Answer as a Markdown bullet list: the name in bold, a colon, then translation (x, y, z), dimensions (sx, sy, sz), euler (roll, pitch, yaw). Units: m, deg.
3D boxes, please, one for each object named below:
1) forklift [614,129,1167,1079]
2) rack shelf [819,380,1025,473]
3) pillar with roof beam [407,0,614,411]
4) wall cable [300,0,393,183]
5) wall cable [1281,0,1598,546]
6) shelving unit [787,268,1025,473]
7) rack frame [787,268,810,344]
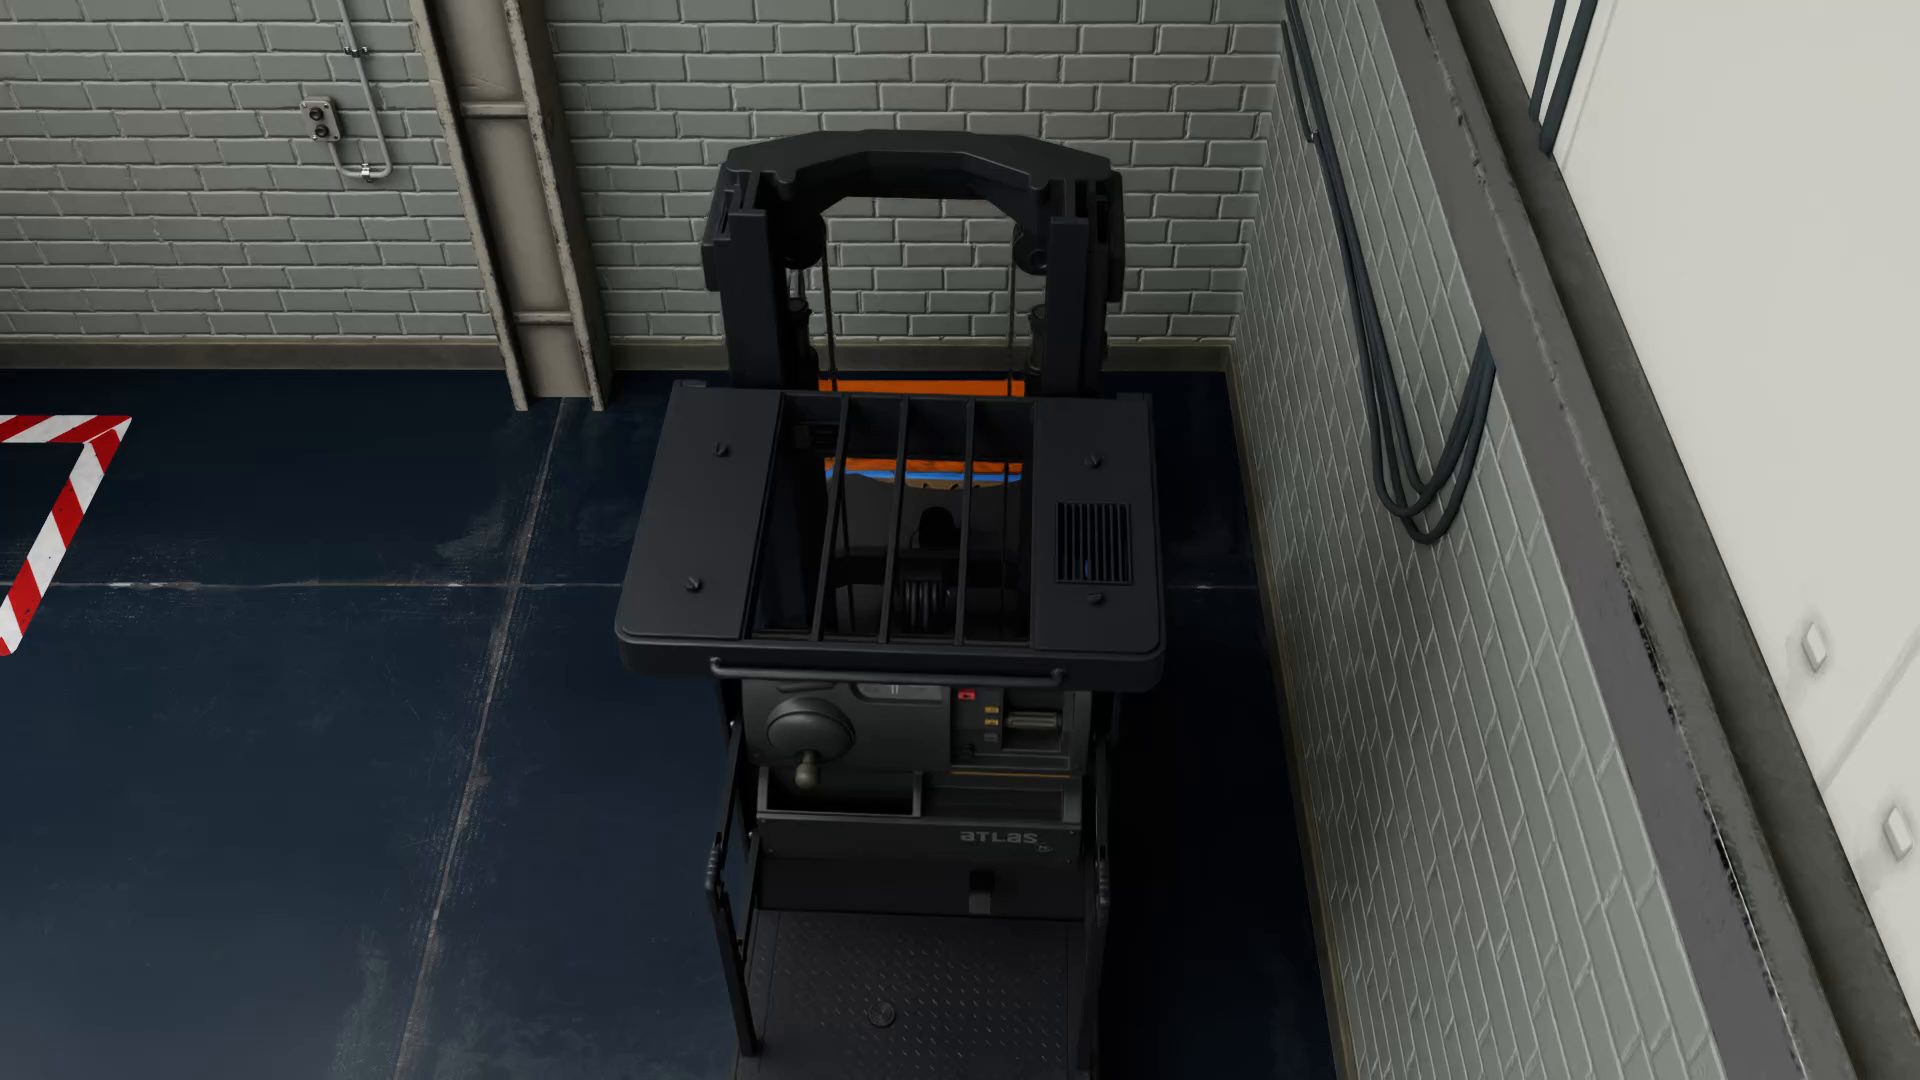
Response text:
- **forklift**: translation (-0.122, 0.577, 4.292), dimensions (1.130, 2.935, 3.031), euler (2, 47, 2)
- **rack shelf**: translation (-0.085, -0.389, 6.414), dimensions (1.000, 0.185, 0.538), euler (0, 47, 0)
- **pillar with roof beam**: translation (-1.785, -0.601, 1.242), dimensions (0.400, 9.000, 9.100), euler (0, 47, 0)
- **wall cable**: translation (-3.189, -2.117, 6.058), dimensions (1.851, 1.984, 0.084), euler (0, 47, 0)
- **wall cable**: translation (1.182, -1.791, 4.472), dimensions (0.112, 2.526, 3.097), euler (0, 47, 0)
- **shelving unit**: translation (-0.076, -0.511, 6.282), dimensions (1.083, 1.500, 0.587), euler (0, 47, 0)
- **rack frame**: translation (-0.594, -0.513, 6.283), dimensions (0.032, 1.500, 0.500), euler (0, 47, 0)
